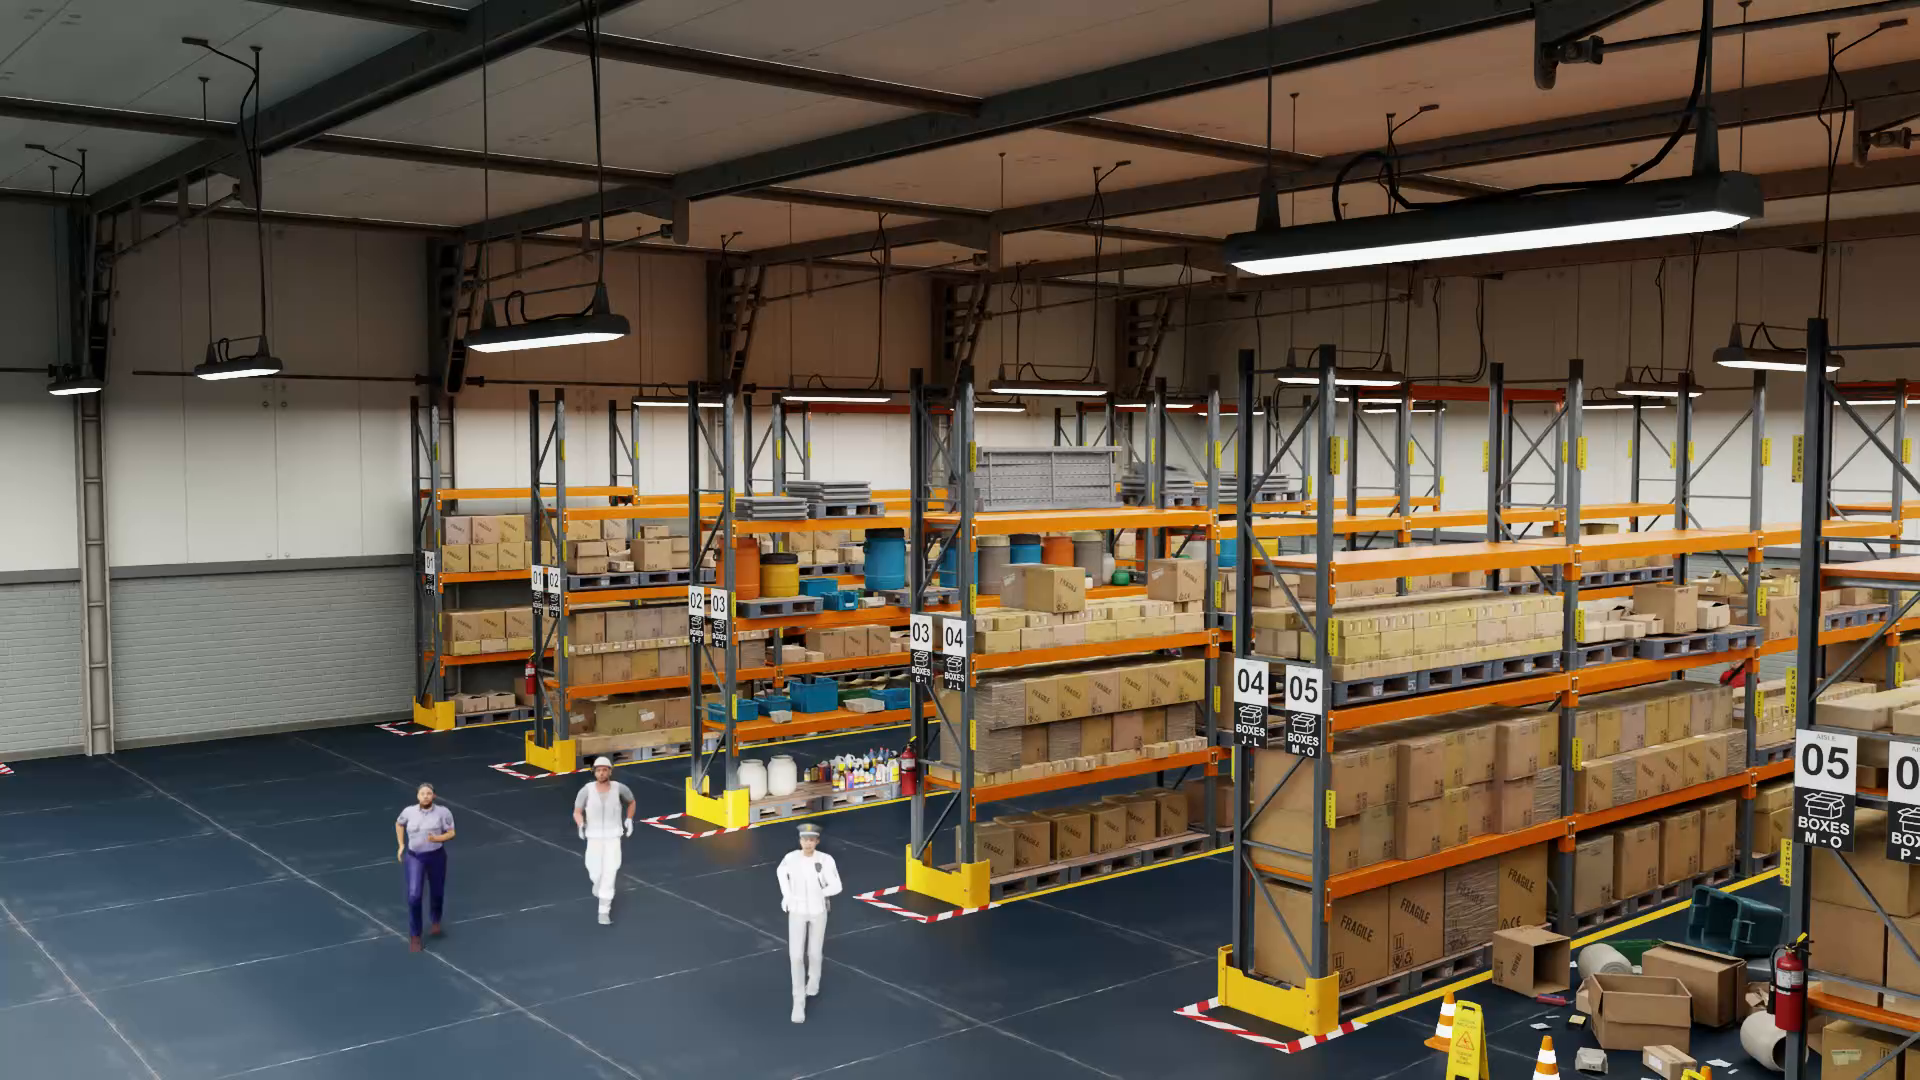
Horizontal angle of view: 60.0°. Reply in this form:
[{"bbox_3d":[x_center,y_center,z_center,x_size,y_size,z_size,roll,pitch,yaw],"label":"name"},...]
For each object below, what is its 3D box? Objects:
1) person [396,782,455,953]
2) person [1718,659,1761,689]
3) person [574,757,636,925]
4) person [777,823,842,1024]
[{"bbox_3d":[-5.488,3.341,17.099,0.577,1.714,0.750,-1,4,-19],"label":"person"},{"bbox_3d":[12.772,2.737,27.292,0.567,1.659,0.656,-3,5,-44],"label":"person"},{"bbox_3d":[-3.858,3.228,18.088,0.669,1.748,0.848,-1,3,-11],"label":"person"},{"bbox_3d":[-1.372,3.422,15.127,0.602,1.745,0.804,0,3,-3],"label":"person"}]
